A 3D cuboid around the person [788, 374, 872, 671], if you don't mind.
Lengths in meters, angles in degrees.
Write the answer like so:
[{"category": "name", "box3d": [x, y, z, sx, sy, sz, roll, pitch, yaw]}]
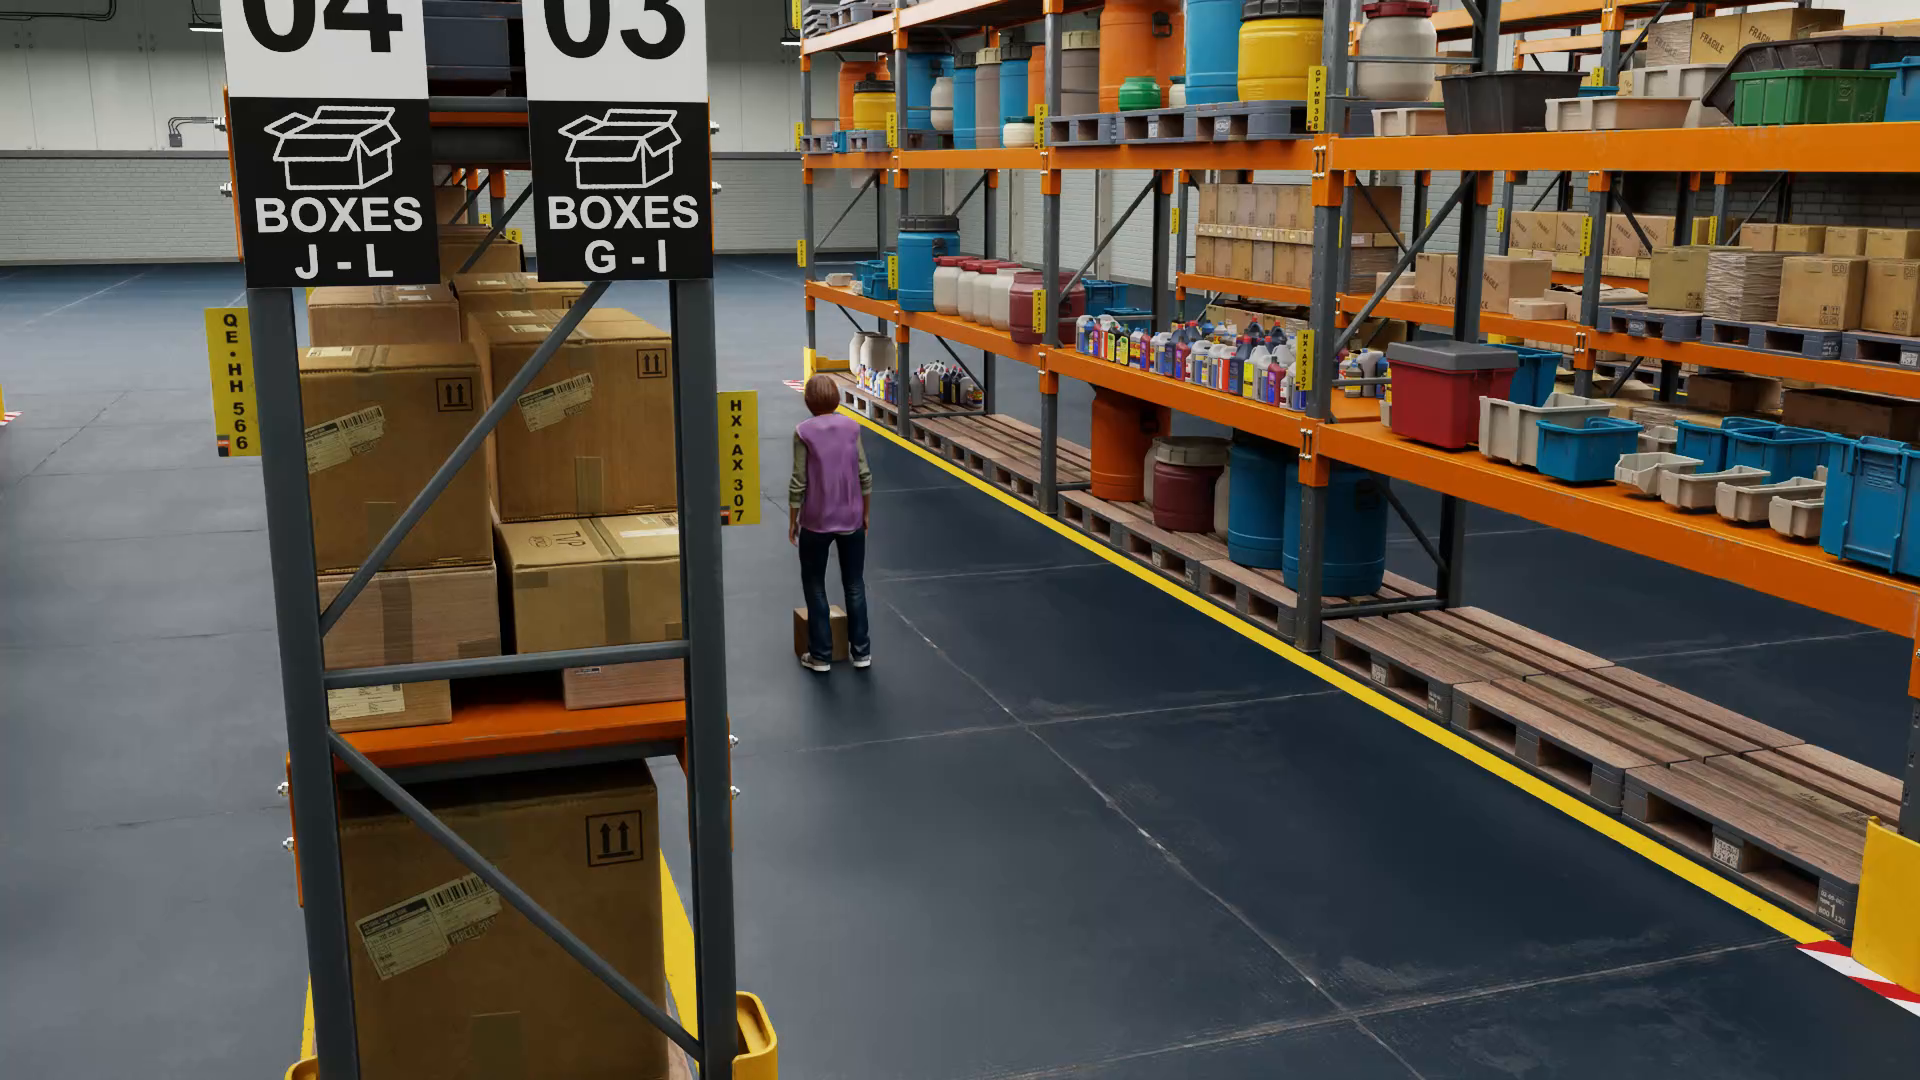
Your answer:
[{"category": "person", "box3d": [-0.688, -0.083, 8.873, 0.478, 1.591, 0.345, -5, 14, -21]}]
